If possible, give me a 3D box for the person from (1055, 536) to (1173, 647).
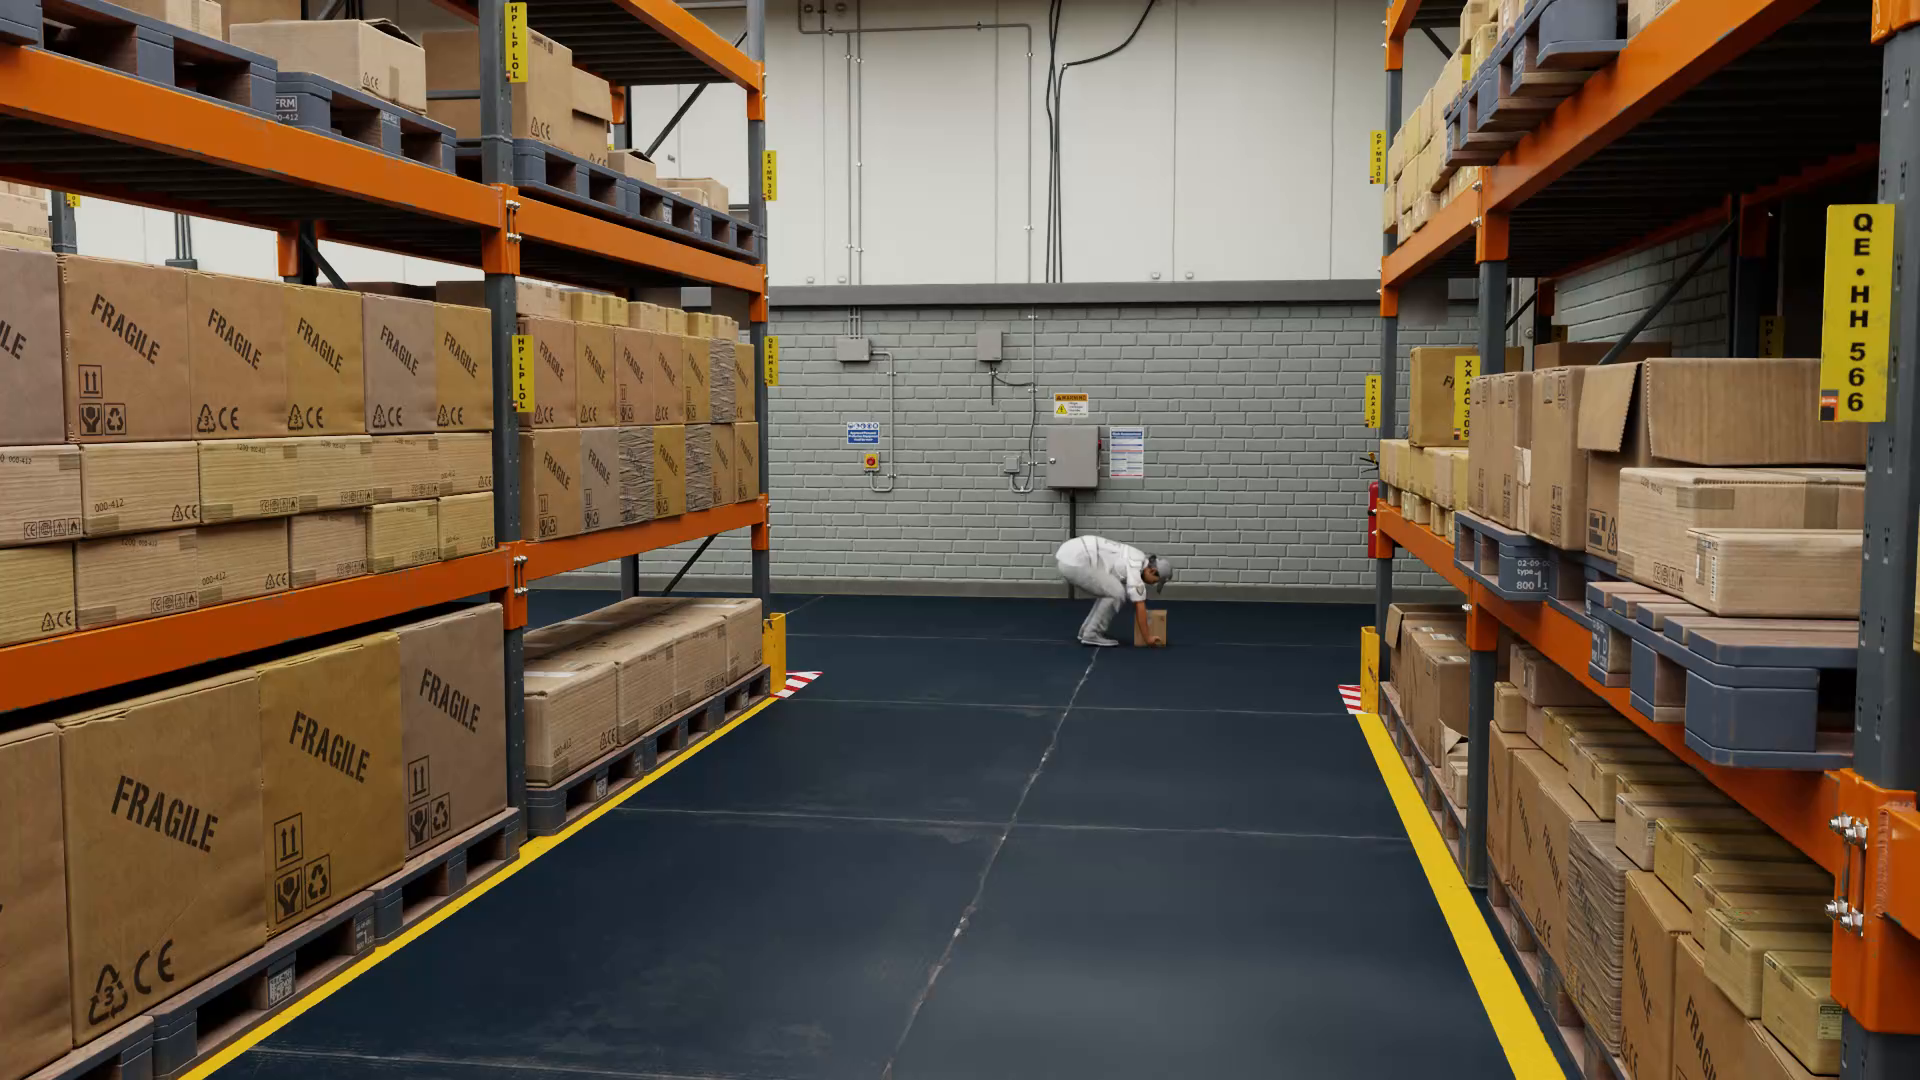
[{"bbox_3d":[1.231,0.403,13.323,0.938,0.874,0.514,0,5,6],"label":"person"}]
